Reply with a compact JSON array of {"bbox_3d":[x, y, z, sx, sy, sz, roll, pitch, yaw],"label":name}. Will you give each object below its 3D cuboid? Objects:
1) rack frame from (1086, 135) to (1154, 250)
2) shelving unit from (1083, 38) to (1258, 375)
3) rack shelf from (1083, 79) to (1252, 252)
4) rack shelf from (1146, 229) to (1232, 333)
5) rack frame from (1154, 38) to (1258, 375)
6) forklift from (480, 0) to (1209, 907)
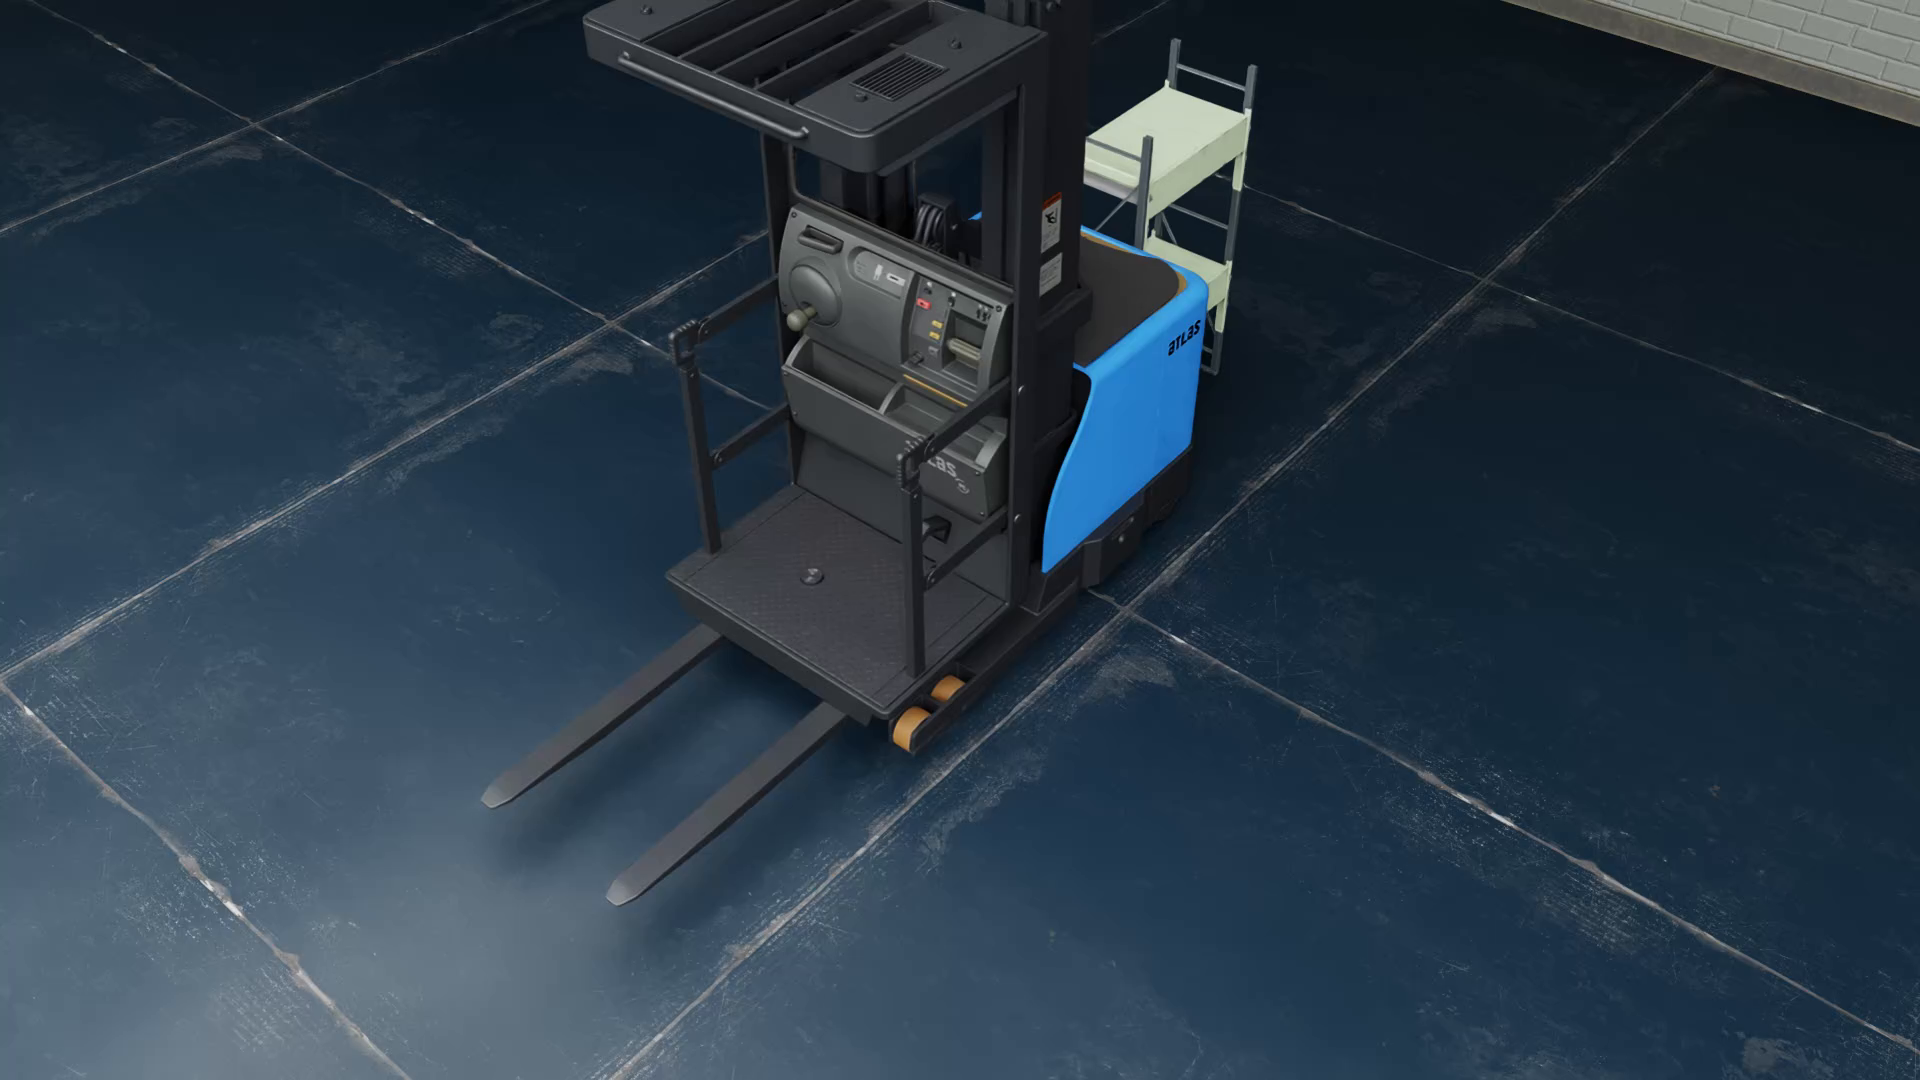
[{"bbox_3d":[0.557,-1.016,6.753,0.400,1.500,0.023,29,50,28],"label":"rack frame"},{"bbox_3d":[0.788,-1.207,6.962,0.431,1.500,0.755,29,50,28],"label":"shelving unit"},{"bbox_3d":[0.788,-1.496,6.700,0.431,0.370,0.720,29,50,28],"label":"rack shelf"},{"bbox_3d":[0.788,-0.966,7.182,0.431,0.370,0.720,29,50,28],"label":"rack shelf"},{"bbox_3d":[1.019,-1.398,7.172,0.400,1.500,0.023,29,50,28],"label":"rack frame"},{"bbox_3d":[-0.367,-0.710,5.353,1.130,2.935,3.031,29,50,28],"label":"forklift"}]
